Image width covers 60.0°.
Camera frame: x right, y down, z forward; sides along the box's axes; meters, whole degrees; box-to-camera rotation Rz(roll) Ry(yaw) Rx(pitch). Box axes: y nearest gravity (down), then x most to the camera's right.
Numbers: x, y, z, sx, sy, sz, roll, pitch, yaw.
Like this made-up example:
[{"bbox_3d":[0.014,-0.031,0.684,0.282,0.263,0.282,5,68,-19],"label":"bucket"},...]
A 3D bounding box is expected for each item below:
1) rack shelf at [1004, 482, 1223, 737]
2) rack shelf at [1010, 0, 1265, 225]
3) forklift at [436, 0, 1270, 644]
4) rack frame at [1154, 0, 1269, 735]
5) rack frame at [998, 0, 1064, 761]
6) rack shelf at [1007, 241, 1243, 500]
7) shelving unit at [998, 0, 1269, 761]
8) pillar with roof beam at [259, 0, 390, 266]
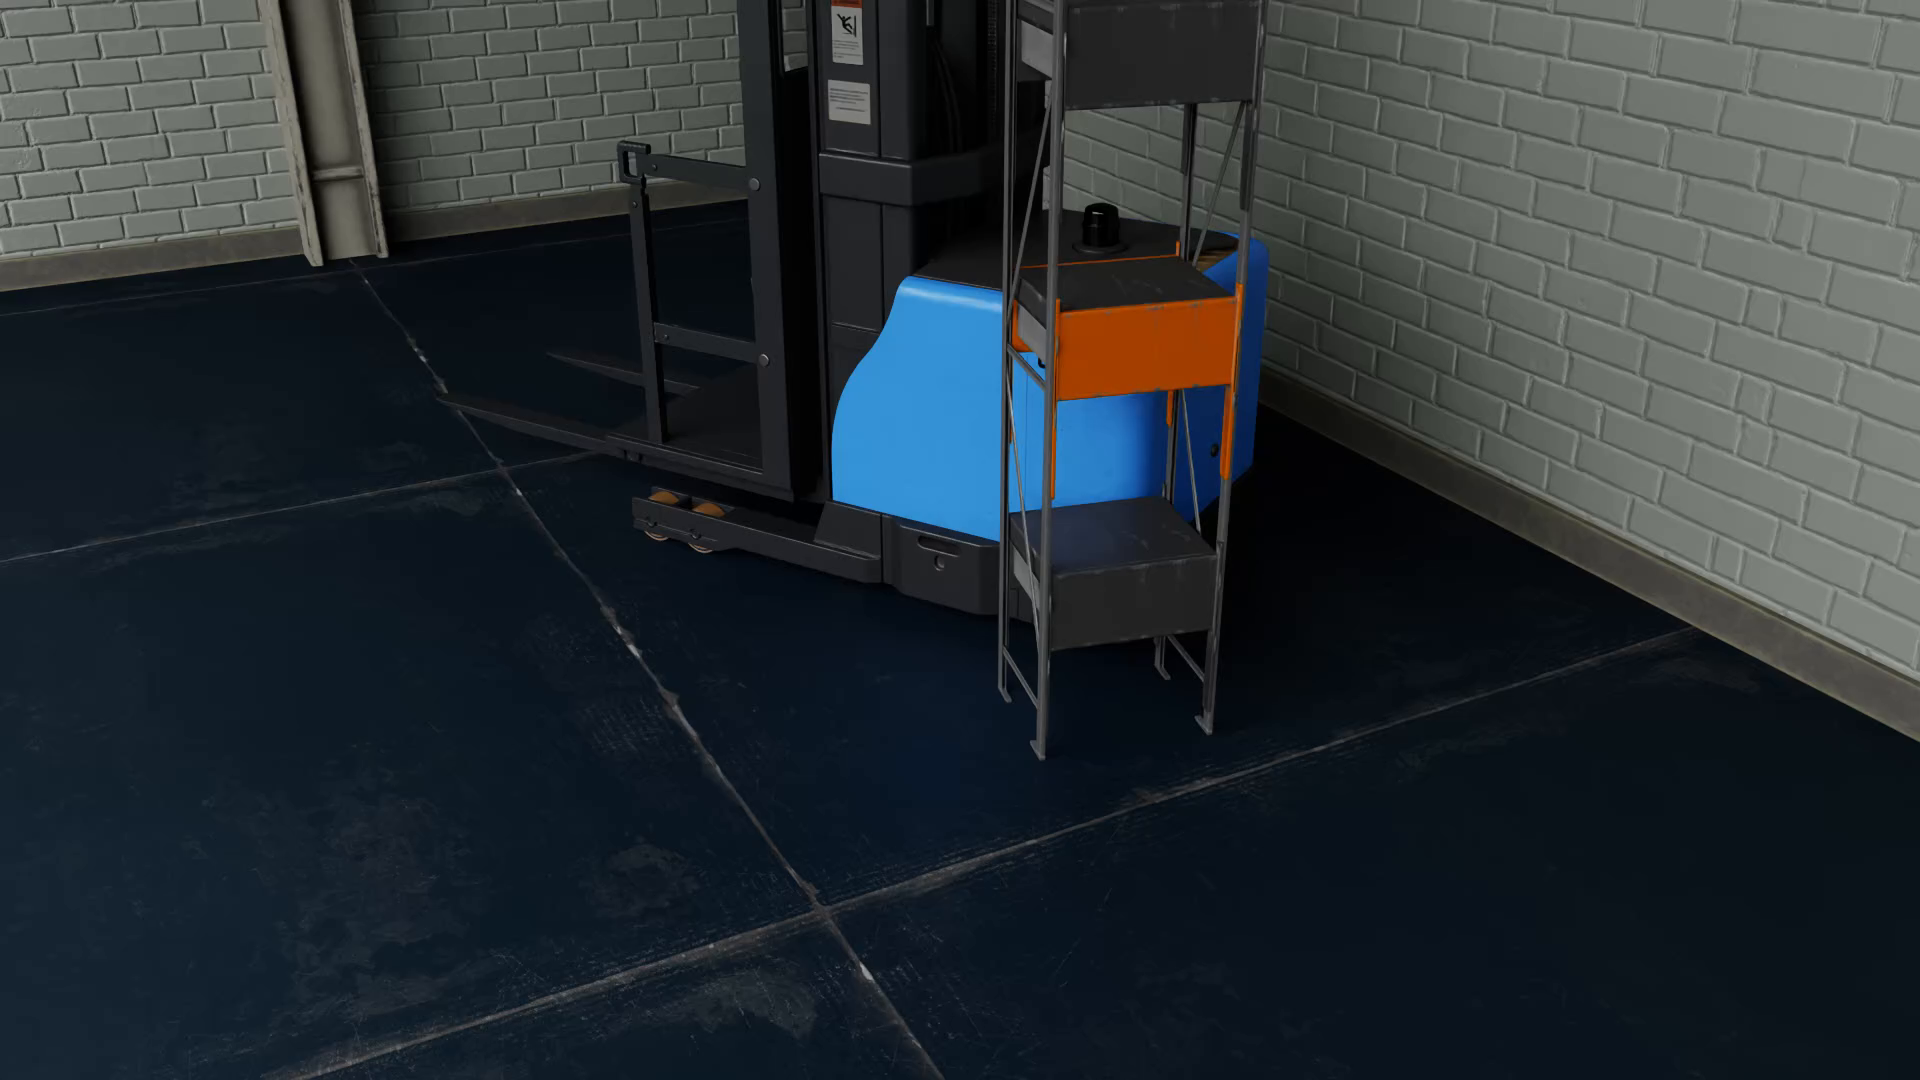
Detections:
[{"bbox_3d":[0.406,0.183,4.591,0.480,0.518,0.431,-7,26,-14],"label":"rack shelf"},{"bbox_3d":[0.406,-1.079,3.985,0.480,0.518,0.431,-7,26,-14],"label":"rack shelf"},{"bbox_3d":[-0.537,-1.458,5.400,3.031,2.935,1.130,14,29,27],"label":"forklift"},{"bbox_3d":[0.641,-0.488,4.341,0.015,2.100,0.400,-7,26,-14],"label":"rack frame"},{"bbox_3d":[0.171,-0.432,4.224,0.015,2.100,0.400,-7,26,-14],"label":"rack frame"},{"bbox_3d":[0.406,-0.448,4.288,0.480,0.518,0.431,-7,26,-14],"label":"rack shelf"},{"bbox_3d":[0.406,-0.460,4.282,0.503,2.100,0.431,-7,26,-14],"label":"shelving unit"},{"bbox_3d":[-1.276,-3.949,3.579,0.400,9.000,9.100,-13,29,-25],"label":"pillar with roof beam"}]
